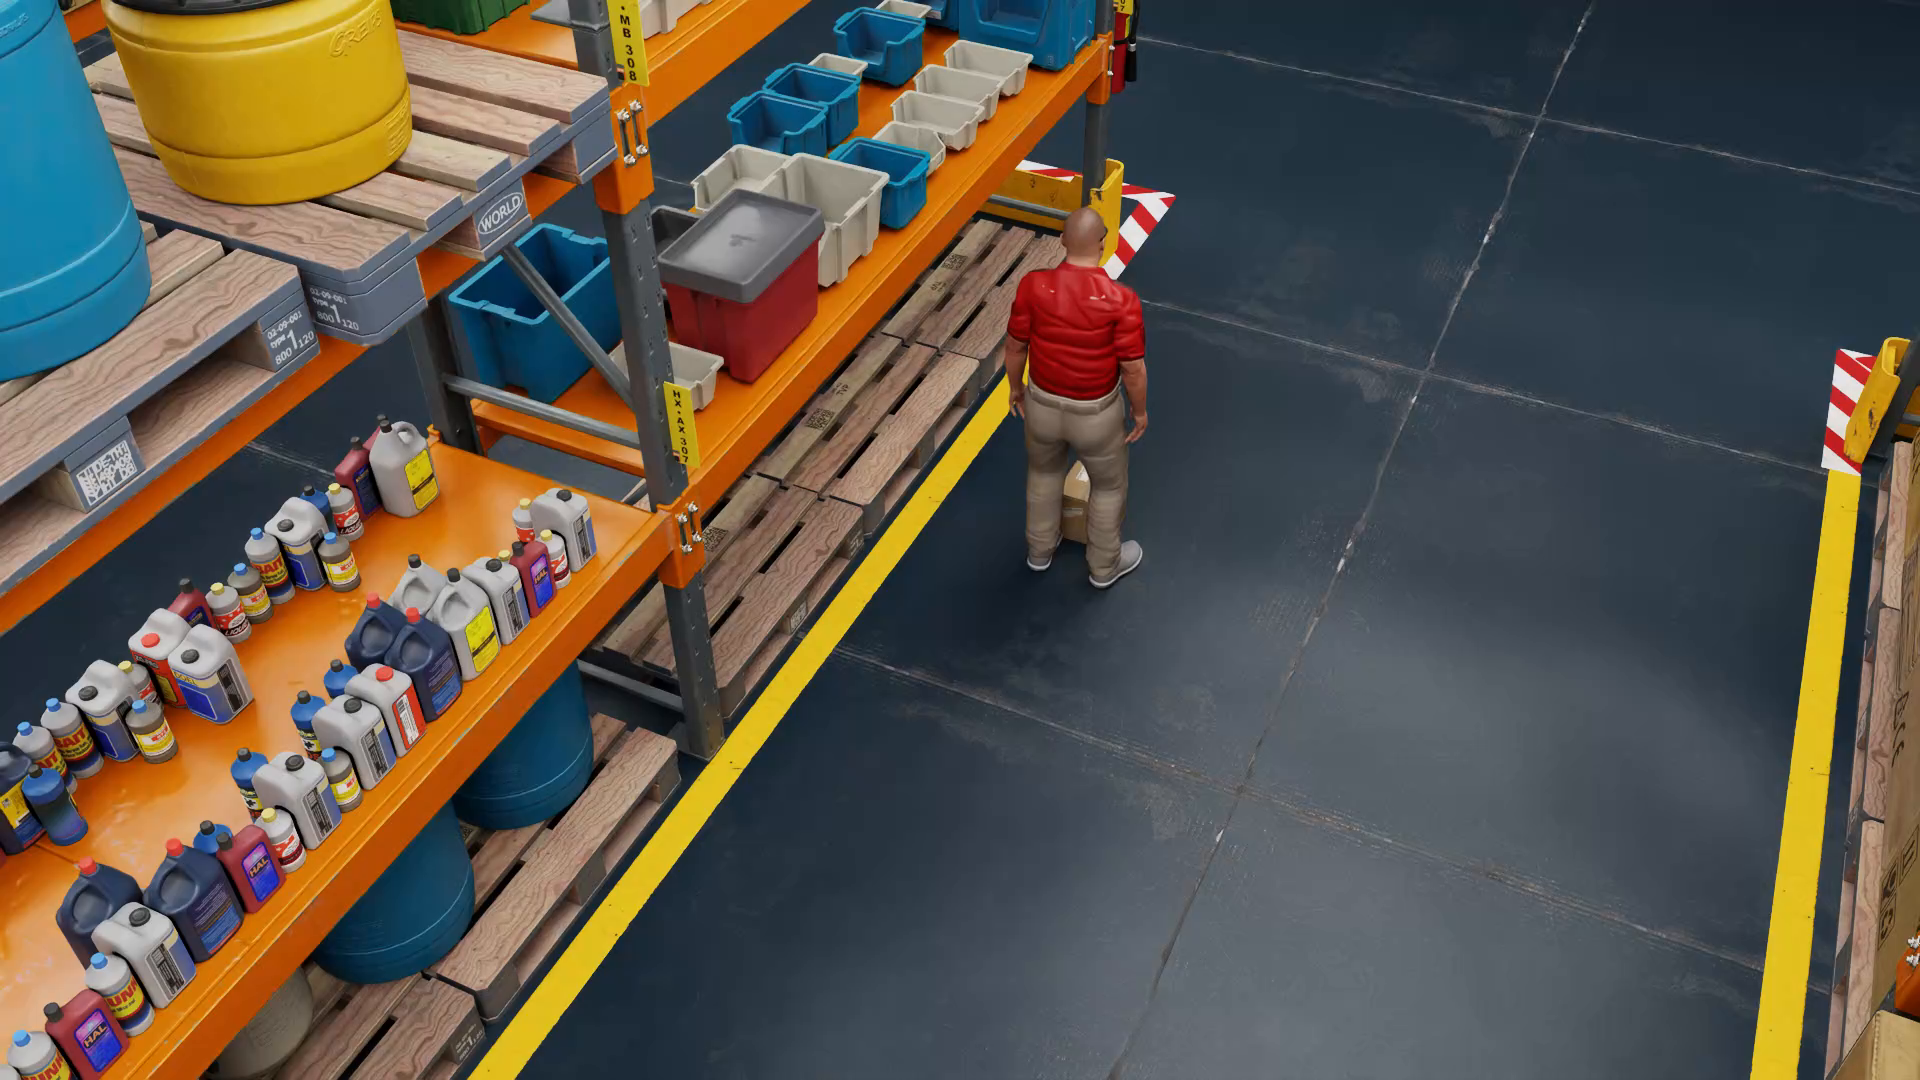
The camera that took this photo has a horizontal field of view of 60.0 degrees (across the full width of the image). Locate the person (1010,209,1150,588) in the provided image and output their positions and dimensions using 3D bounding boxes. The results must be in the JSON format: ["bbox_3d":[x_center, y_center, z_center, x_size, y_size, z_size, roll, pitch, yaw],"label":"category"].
[{"bbox_3d":[0.490,-0.550,6.787,0.584,1.726,0.391,16,44,17],"label":"person"}]
